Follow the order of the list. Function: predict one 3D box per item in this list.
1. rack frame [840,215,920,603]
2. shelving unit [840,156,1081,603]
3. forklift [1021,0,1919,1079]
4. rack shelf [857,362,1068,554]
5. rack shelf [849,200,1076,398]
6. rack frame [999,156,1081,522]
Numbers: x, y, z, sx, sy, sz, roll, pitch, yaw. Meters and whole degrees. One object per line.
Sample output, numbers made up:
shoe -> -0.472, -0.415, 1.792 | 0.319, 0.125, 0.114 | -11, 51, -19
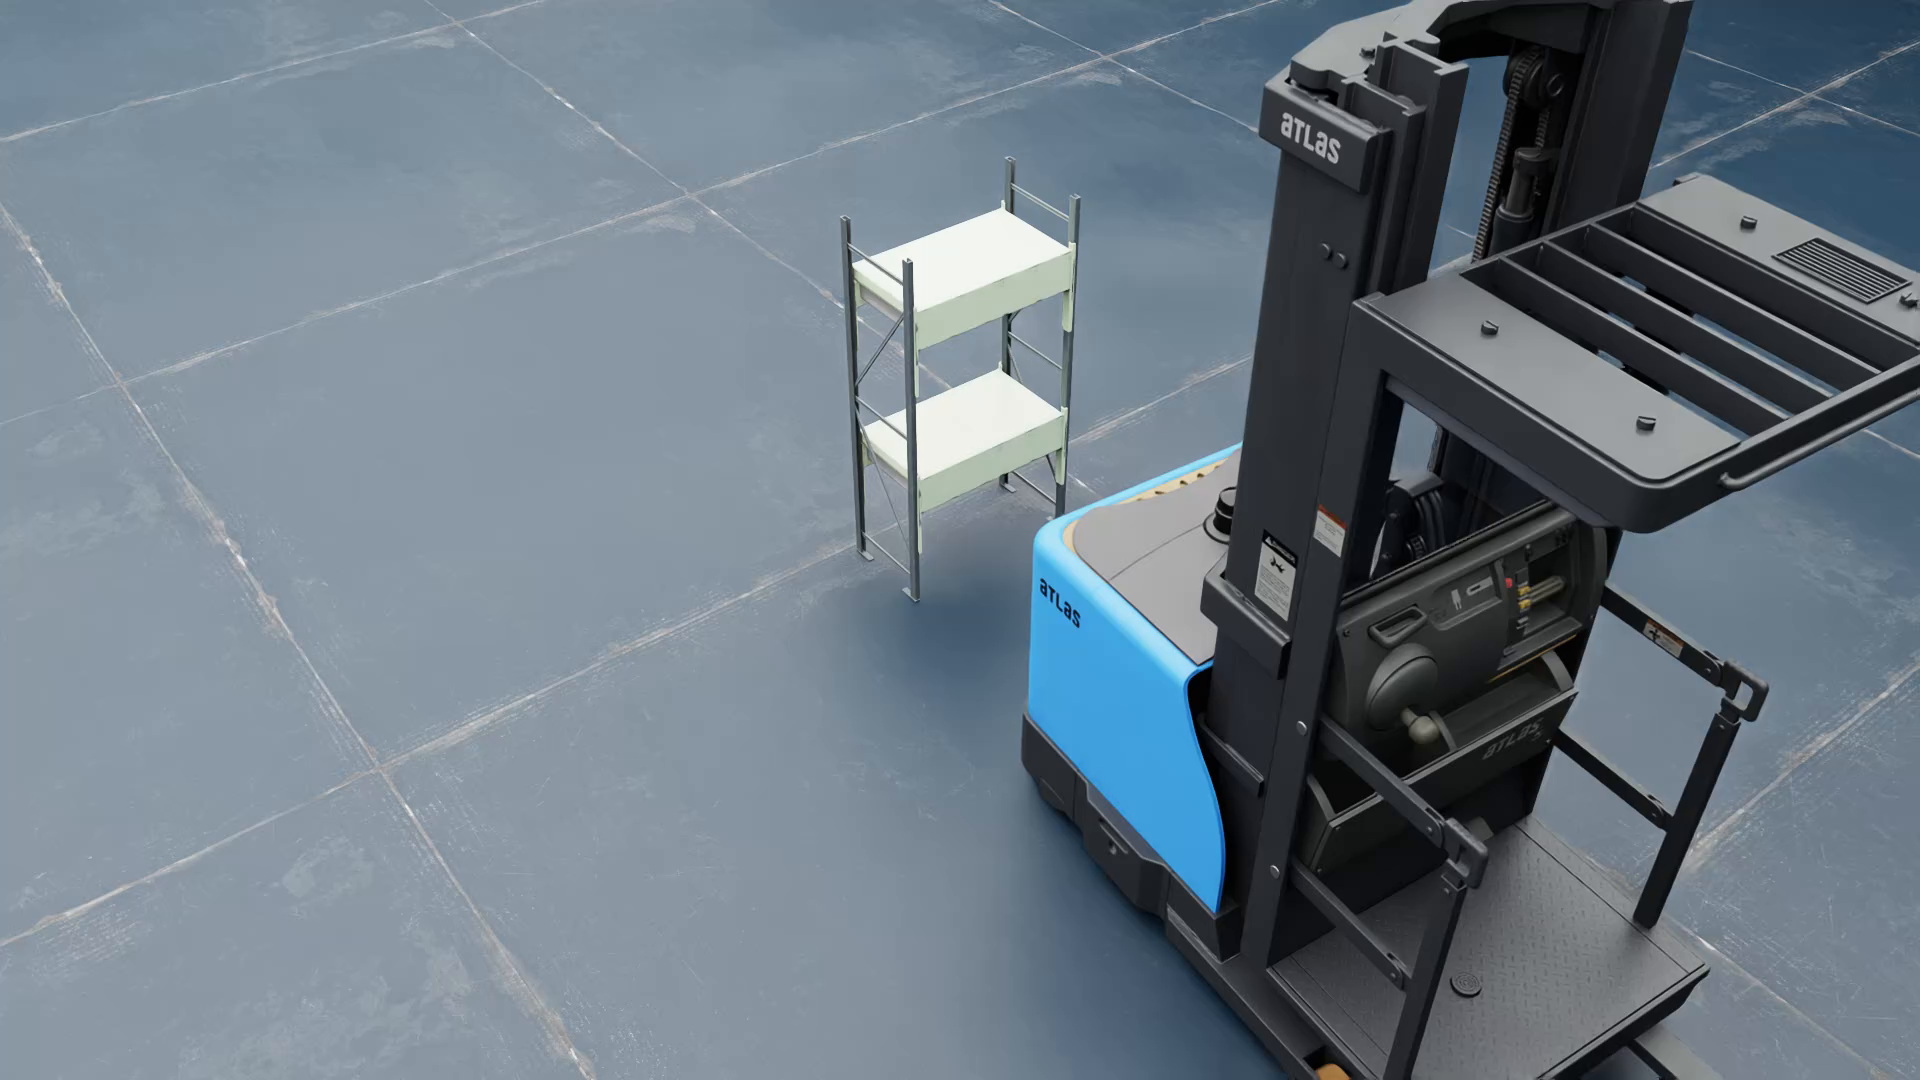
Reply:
rack frame -> -0.285, -0.441, 6.105 | 0.023, 1.500, 0.400 | -26, 46, -28
shelving unit -> 0.005, -0.582, 6.277 | 0.755, 1.500, 0.431 | -26, 46, -28
forklift -> 1.429, 0.280, 4.097 | 1.130, 2.935, 3.031 | -22, 44, -25
rack shelf -> 0.005, -0.330, 6.484 | 0.720, 0.370, 0.431 | -26, 46, -28
rack shelf -> 0.005, -0.884, 6.030 | 0.720, 0.370, 0.431 | -26, 46, -28
rack frame -> 0.295, -0.724, 6.450 | 0.023, 1.500, 0.400 | -26, 46, -28
